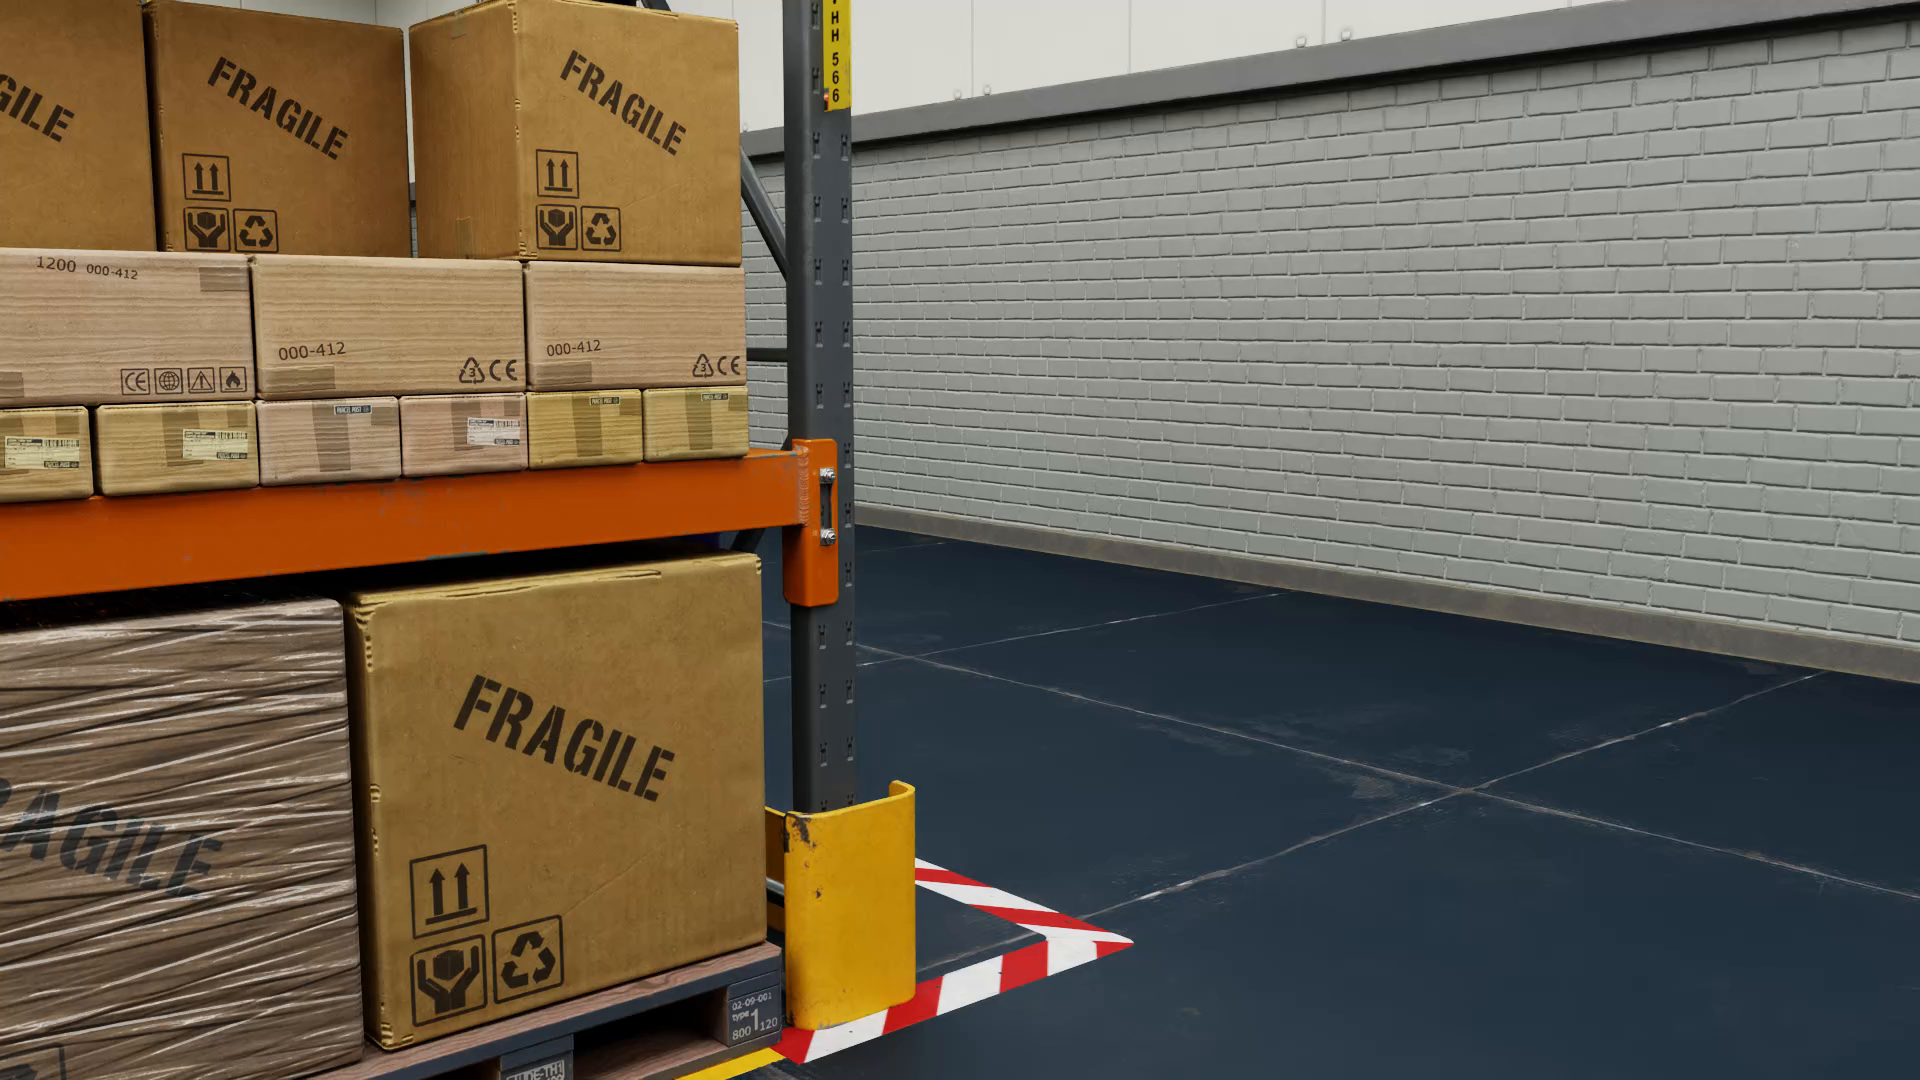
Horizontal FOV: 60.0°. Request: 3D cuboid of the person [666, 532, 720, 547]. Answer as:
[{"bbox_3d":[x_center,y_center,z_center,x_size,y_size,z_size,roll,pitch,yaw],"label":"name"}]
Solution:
[{"bbox_3d":[-1.172,-0.092,6.519,0.562,1.651,0.426,-7,11,-44],"label":"person"}]
